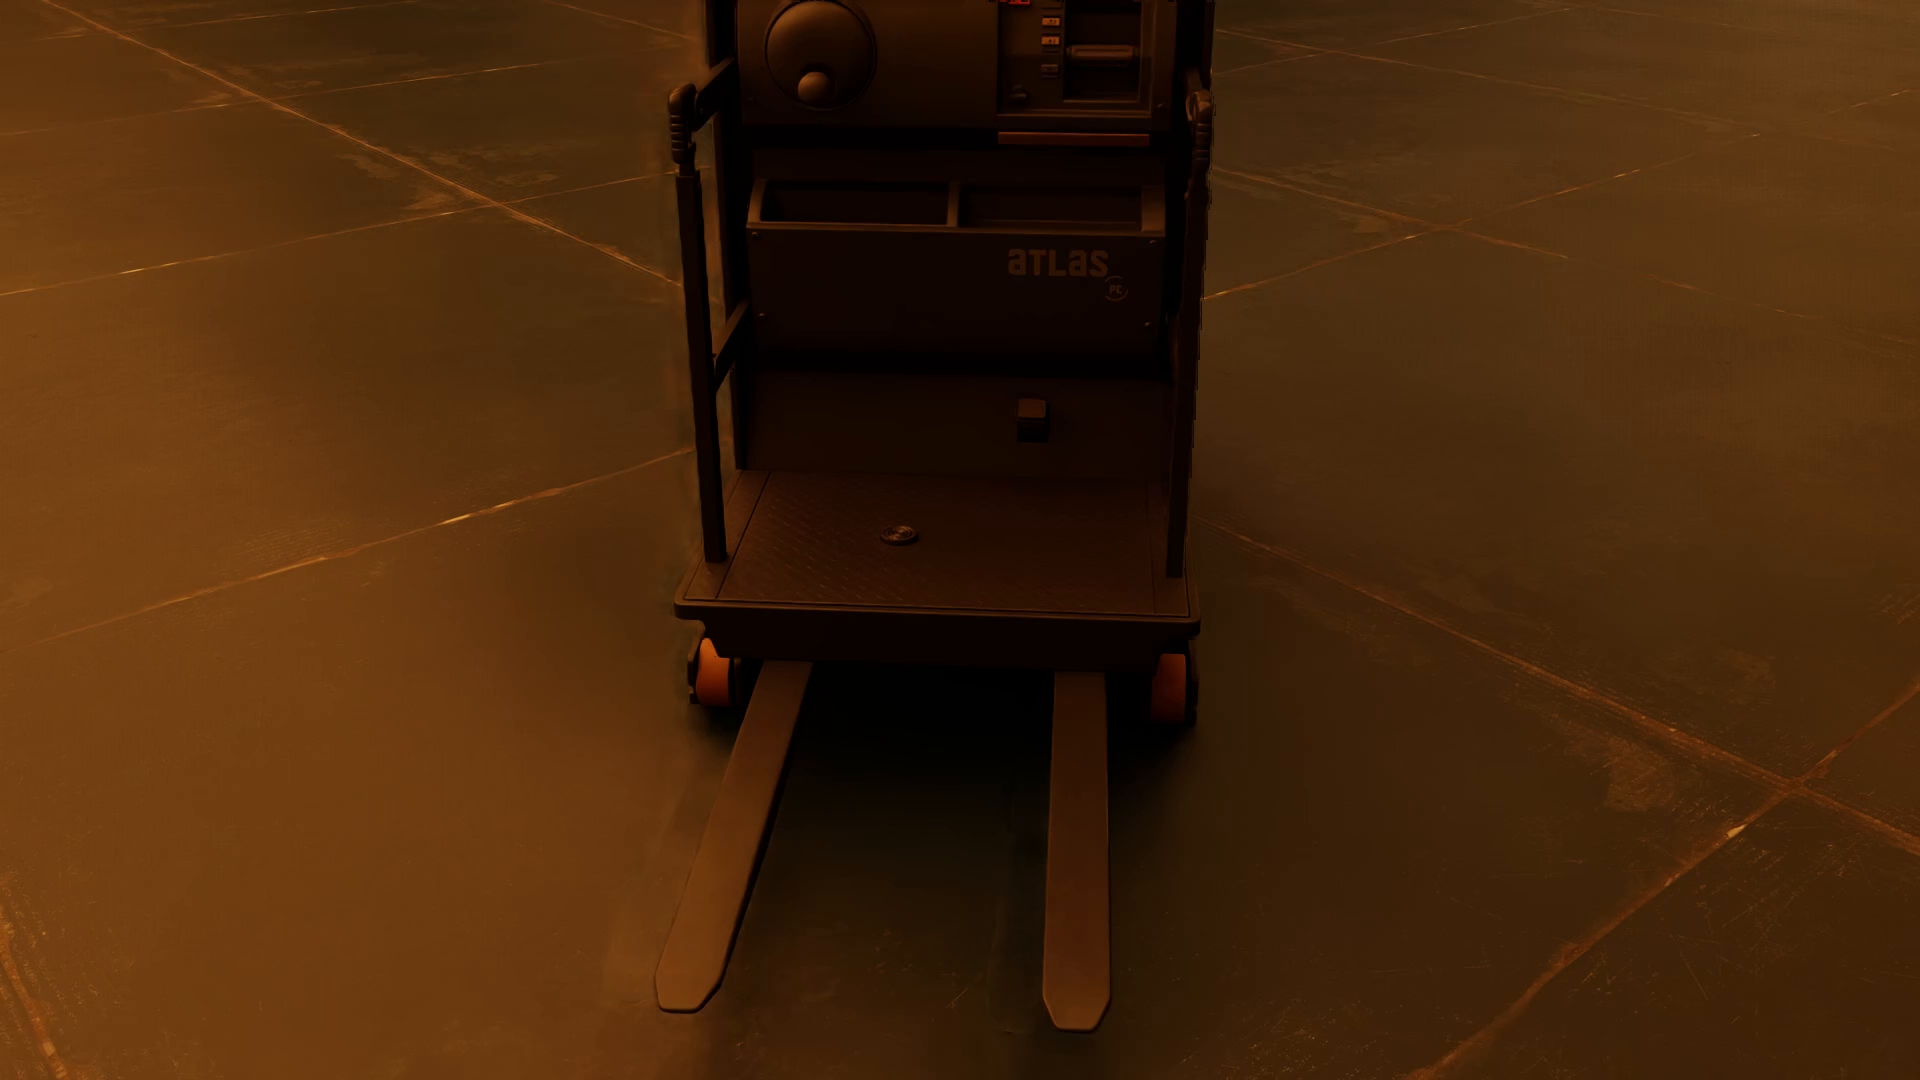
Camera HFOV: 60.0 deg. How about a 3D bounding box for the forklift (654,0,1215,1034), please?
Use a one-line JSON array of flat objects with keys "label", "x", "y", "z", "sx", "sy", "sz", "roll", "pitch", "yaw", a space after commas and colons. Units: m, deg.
[{"label": "forklift", "x": -0.020, "y": -1.054, "z": 3.328, "sx": 1.130, "sy": 2.935, "sz": 3.031, "roll": 2, "pitch": 26, "yaw": 4}]
